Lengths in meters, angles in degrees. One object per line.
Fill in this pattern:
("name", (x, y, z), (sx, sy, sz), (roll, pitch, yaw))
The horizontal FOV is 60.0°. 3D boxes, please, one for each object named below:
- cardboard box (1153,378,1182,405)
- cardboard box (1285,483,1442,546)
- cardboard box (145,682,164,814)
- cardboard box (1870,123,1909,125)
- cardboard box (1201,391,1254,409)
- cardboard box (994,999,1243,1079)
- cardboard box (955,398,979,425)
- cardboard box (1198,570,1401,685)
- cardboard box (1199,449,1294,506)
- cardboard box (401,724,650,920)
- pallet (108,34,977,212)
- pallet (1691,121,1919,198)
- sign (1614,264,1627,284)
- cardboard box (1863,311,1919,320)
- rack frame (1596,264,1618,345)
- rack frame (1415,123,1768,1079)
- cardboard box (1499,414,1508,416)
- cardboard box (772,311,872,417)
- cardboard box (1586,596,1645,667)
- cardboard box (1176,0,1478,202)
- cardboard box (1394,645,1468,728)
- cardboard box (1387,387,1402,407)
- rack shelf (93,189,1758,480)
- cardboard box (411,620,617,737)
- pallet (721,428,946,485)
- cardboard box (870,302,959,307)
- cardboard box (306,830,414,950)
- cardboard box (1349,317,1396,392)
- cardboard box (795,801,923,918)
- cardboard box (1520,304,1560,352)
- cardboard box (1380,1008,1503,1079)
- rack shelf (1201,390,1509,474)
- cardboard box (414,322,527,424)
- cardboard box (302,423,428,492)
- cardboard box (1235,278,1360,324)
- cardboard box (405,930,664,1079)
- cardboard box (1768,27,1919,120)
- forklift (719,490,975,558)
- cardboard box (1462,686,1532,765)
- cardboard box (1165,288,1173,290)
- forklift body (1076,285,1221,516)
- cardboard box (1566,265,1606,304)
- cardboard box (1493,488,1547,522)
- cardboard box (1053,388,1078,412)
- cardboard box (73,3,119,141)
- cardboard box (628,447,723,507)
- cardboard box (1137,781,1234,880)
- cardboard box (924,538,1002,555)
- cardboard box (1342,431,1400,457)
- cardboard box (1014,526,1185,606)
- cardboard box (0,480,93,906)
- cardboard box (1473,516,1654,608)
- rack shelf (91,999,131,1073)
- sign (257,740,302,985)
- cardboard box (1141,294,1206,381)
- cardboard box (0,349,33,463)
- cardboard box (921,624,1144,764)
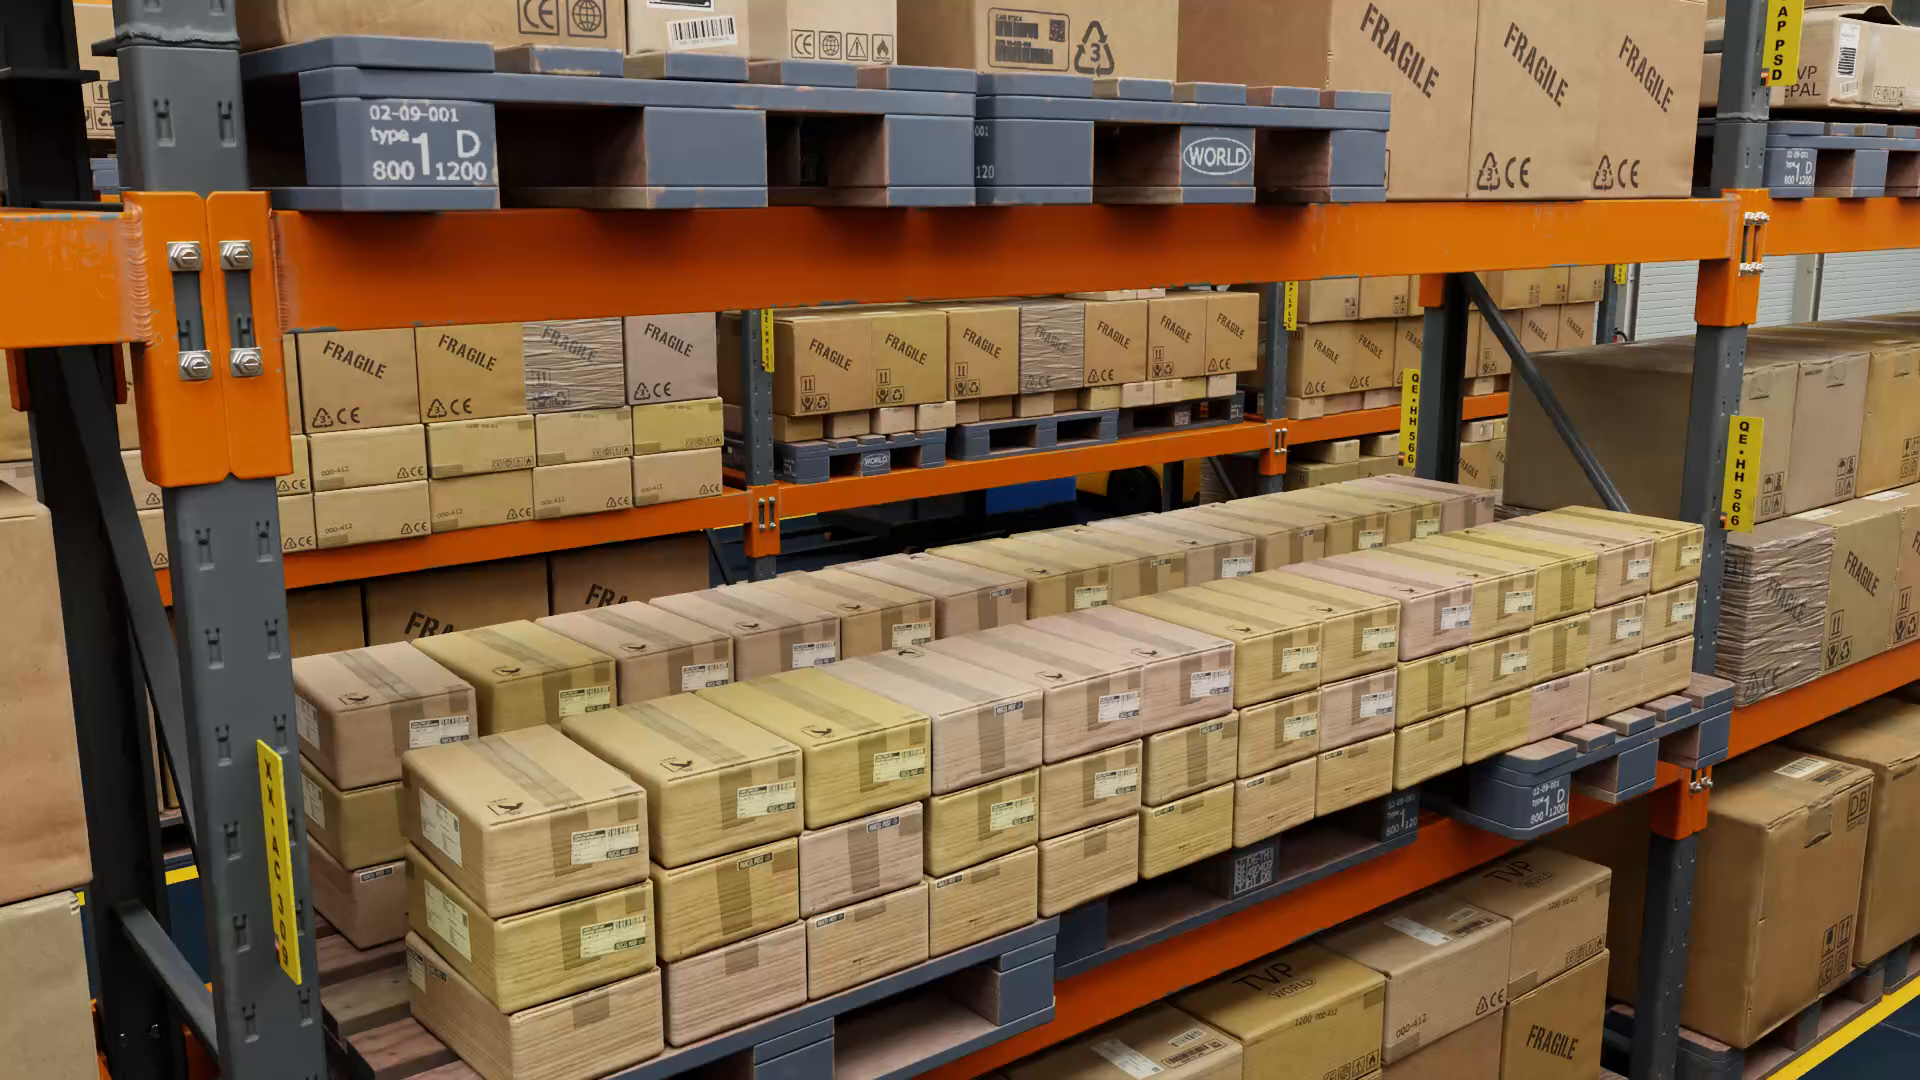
("cardboard box", (1.179, -0.954, 10.493), (0.250, 0.149, 0.380), (-10, 15, -39))
("cardboard box", (1.162, -0.054, 4.825), (0.250, 0.149, 0.380), (-10, 16, -39))
("cardboard box", (-4.009, 0.725, 7.097), (0.875, 0.875, 0.875), (-9, 15, -36))
("cardboard box", (3.382, -1.711, 6.316), (0.258, 0.266, 0.396), (-9, 15, -38))
("cardboard box", (1.864, -1.022, 11.824), (0.250, 0.149, 0.380), (-10, 15, -38))
("cardboard box", (0.286, 1.237, 3.784), (0.500, 0.250, 0.500), (-9, 15, -36))
("cardboard box", (-0.098, -0.765, 9.602), (0.250, 0.149, 0.380), (-8, 15, -34))
("cardboard box", (0.744, 0.187, 3.688), (0.250, 0.149, 0.380), (-9, 15, -35))
("cardboard box", (2.098, -0.401, 12.099), (0.500, 0.500, 0.500), (-10, 15, -38))
("cardboard box", (-0.677, 0.424, 2.571), (0.250, 0.149, 0.380), (-8, 15, -35))
("pallet", (-0.723, -0.664, 2.765), (1.003, 0.211, 1.213), (-9, 15, -38))
("pallet", (2.321, -1.212, 5.347), (1.003, 0.211, 1.213), (-9, 15, -35))
("sign", (5.258, -2.201, 13.224), (0.005, 0.325, 0.100), (-9, 15, -38))
("cardboard box", (4.191, -0.669, 6.911), (0.500, 0.500, 0.700), (-10, 15, -39))
("rack frame", (4.927, -1.573, 13.813), (0.127, 3.000, 1.000), (-9, 15, -38))
("rack frame", (1.852, 0.255, 5.205), (0.127, 3.000, 1.000), (-9, 15, -38))
("cardboard box", (4.220, -0.912, 12.945), (0.250, 0.149, 0.380), (-9, 15, -36))
("cardboard box", (-0.824, -0.955, 8.938), (0.500, 0.500, 0.500), (-10, 16, -39))
("cardboard box", (1.543, 0.200, 4.343), (0.250, 0.149, 0.380), (-9, 15, -36))
("cardboard box", (0.789, -1.014, 3.722), (0.500, 0.500, 0.500), (-9, 15, -38))
("cardboard box", (0.948, 0.299, 3.877), (0.250, 0.149, 0.380), (-10, 15, -38))
("cardboard box", (3.007, -1.066, 12.033), (0.250, 0.149, 0.380), (-10, 15, -38))
("rack shelf", (0.290, -0.601, 3.746), (4.000, 0.370, 1.077), (-9, 15, -38))
("cardboard box", (-0.871, 0.282, 3.241), (0.250, 0.149, 0.380), (-10, 16, -39))
("pallet", (-0.830, -0.550, 9.461), (1.003, 0.211, 1.213), (-9, 15, -38))
("cardboard box", (-0.348, -1.173, 9.963), (0.500, 0.500, 0.500), (-11, 16, -41))
("cardboard box", (-1.085, 0.608, 3.137), (0.250, 0.149, 0.380), (-10, 15, -39))
("cardboard box", (2.699, -1.329, 11.708), (0.500, 0.500, 0.500), (-10, 15, -38))
("cardboard box", (-0.274, 0.502, 2.920), (0.250, 0.149, 0.380), (-9, 15, -36))
("cardboard box", (4.282, -1.588, 12.927), (0.500, 0.500, 0.500), (-9, 15, -38))
("cardboard box", (1.093, 1.467, 4.505), (0.500, 0.500, 0.500), (-9, 15, -35))
("rack shelf", (3.366, -0.961, 12.666), (4.000, 0.370, 1.077), (-9, 15, -38))
("cardboard box", (-2.347, -0.832, 7.676), (0.500, 0.500, 0.500), (-9, 15, -38))
("cardboard box", (-2.729, -0.397, 7.436), (0.500, 0.250, 0.500), (-10, 16, -39))
("cardboard box", (2.283, -1.759, 11.327), (0.500, 0.500, 0.700), (-10, 15, -38))
("cardboard box", (-0.677, 0.715, 2.633), (0.250, 0.149, 0.380), (-10, 16, -40))
("cardboard box", (2.946, -1.516, 5.436), (0.500, 0.250, 0.500), (-9, 15, -36))
("forklift", (-0.475, -1.350, 12.929), (3.031, 2.935, 1.121), (-10, 16, -40))
("cardboard box", (1.161, 0.408, 4.078), (0.250, 0.149, 0.380), (-10, 15, -38))
("cardboard box", (1.216, -1.767, 11.199), (0.250, 0.149, 0.380), (-10, 15, -38))
("forklift body", (1.483, -1.420, 15.138), (1.214, 2.155, 2.313), (-9, 15, -38))
("cardboard box", (4.665, -2.154, 13.189), (0.500, 0.500, 0.700), (-10, 16, -39))
("cardboard box", (2.036, 0.104, 5.675), (0.500, 0.500, 0.500), (-9, 15, -38))
("cardboard box", (0.499, -0.877, 10.131), (0.250, 0.149, 0.380), (-10, 16, -40))
("cardboard box", (-3.574, -1.804, 6.431), (0.500, 0.500, 0.500), (-10, 15, -39))
("cardboard box", (-1.552, -0.353, 8.433), (0.500, 0.250, 0.500), (-10, 16, -40))
("cardboard box", (0.340, 0.545, 3.435), (0.250, 0.149, 0.380), (-10, 15, -39))
("cardboard box", (0.295, 0.279, 10.407), (0.625, 0.372, 0.950), (-9, 15, -36))
("cardboard box", (2.969, -0.704, 11.966), (0.250, 0.149, 0.380), (-9, 15, -35))
("cardboard box", (0.345, 0.081, 4.187), (0.250, 0.149, 0.380), (-9, 15, -36))
("cardboard box", (-1.470, 0.196, 2.122), (0.500, 0.500, 0.500), (-10, 16, -40))
("cardboard box", (1.558, 0.052, 4.324), (0.250, 0.149, 0.380), (-10, 15, -38))
("rack shelf", (-2.833, 1.386, 1.613), (4.000, 0.370, 1.077), (-9, 15, -38))
("sign", (-0.927, 0.438, 2.261), (0.005, 0.325, 0.100), (-9, 15, -38))
("cardboard box", (1.200, -1.292, 10.522), (0.500, 0.500, 0.500), (-9, 15, -37))
("cardboard box", (-3.920, -0.564, 6.415), (0.500, 0.500, 0.500), (-9, 15, -37))
("cardboard box", (0.135, 0.289, 3.208), (0.250, 0.149, 0.380), (-10, 15, -38))
